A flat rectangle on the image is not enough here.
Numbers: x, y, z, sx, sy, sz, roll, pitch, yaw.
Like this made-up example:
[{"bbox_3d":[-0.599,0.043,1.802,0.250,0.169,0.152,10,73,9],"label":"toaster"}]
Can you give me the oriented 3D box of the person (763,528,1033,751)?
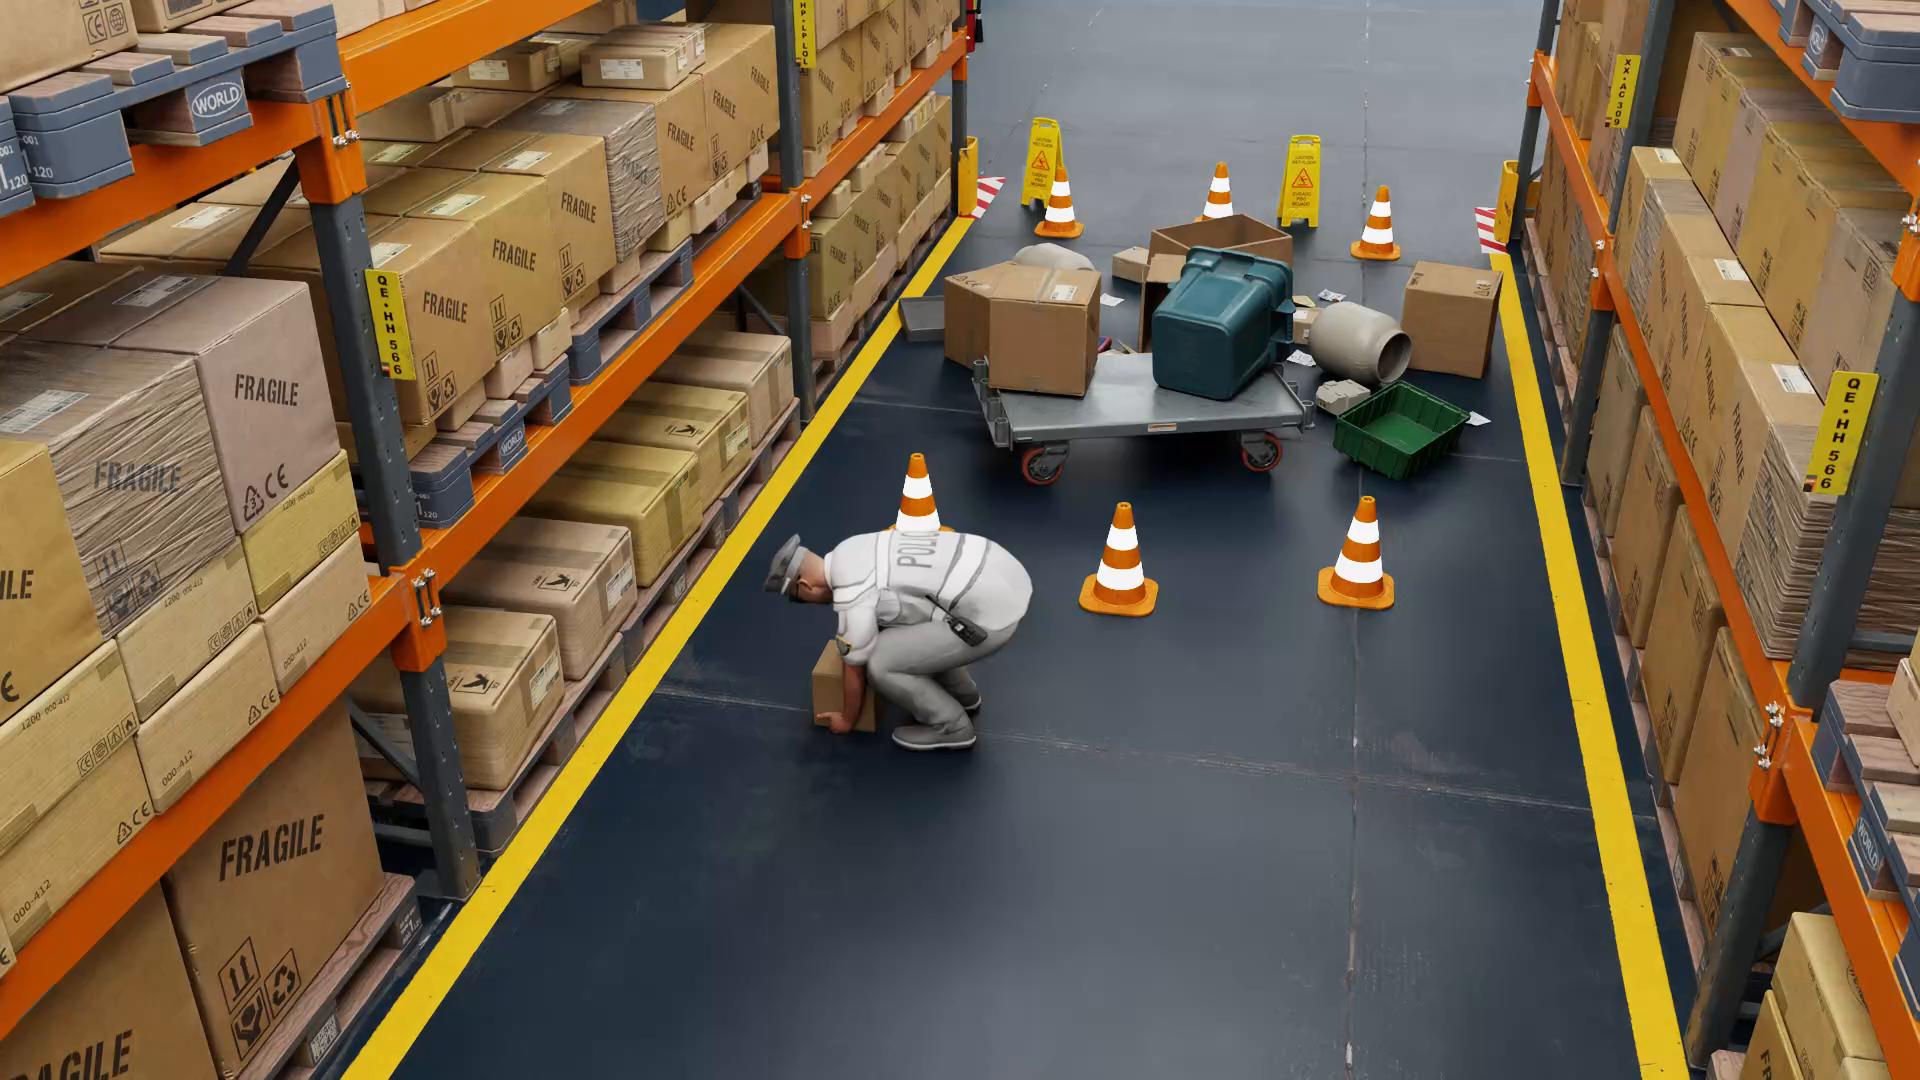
[{"bbox_3d":[-0.243,0.367,6.449,1.027,0.833,0.524,5,29,9],"label":"person"}]
